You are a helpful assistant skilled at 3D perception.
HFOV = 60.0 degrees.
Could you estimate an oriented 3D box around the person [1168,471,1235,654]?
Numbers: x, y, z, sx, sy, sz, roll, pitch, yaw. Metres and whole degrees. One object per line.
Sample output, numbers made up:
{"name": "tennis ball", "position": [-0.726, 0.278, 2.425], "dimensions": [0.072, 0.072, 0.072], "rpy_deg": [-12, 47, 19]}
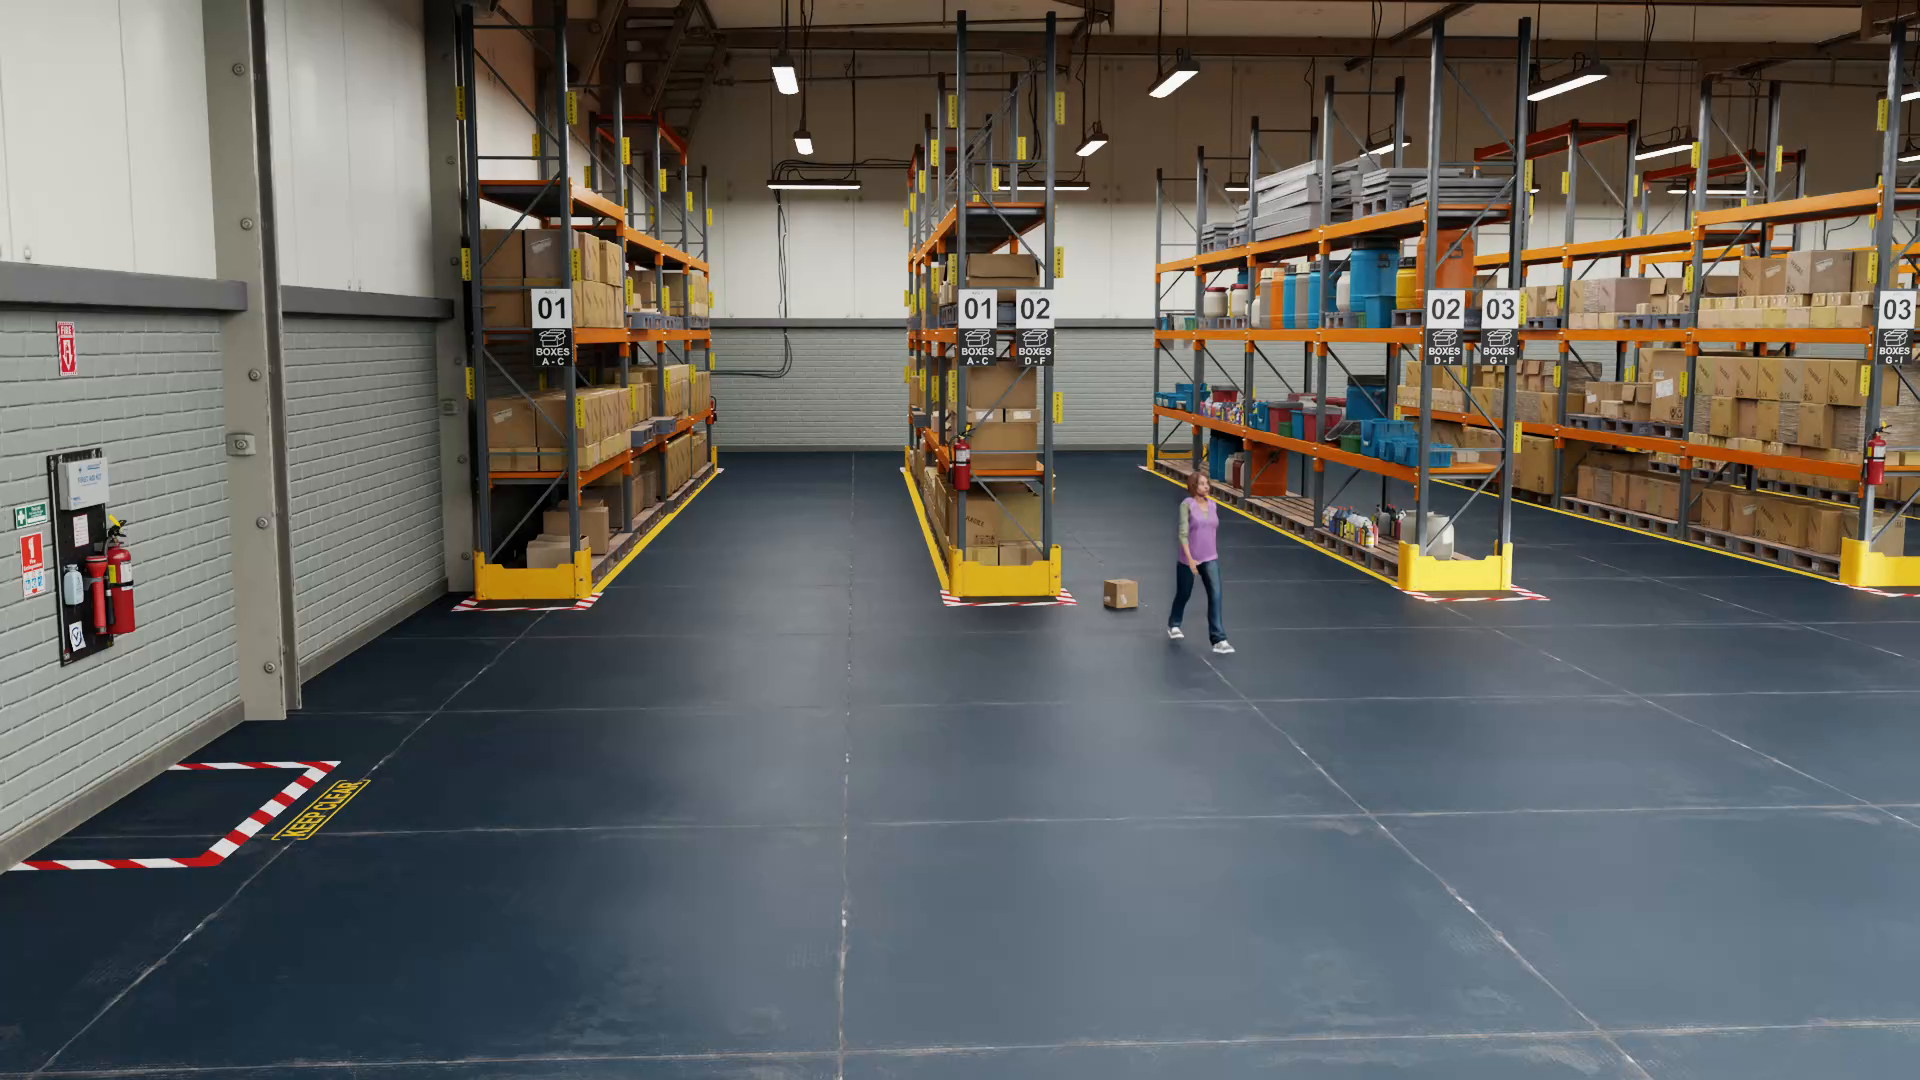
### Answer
{"name": "person", "position": [2.061, 0.173, 14.400], "dimensions": [0.405, 1.539, 0.964], "rpy_deg": [-2, 7, -18]}
